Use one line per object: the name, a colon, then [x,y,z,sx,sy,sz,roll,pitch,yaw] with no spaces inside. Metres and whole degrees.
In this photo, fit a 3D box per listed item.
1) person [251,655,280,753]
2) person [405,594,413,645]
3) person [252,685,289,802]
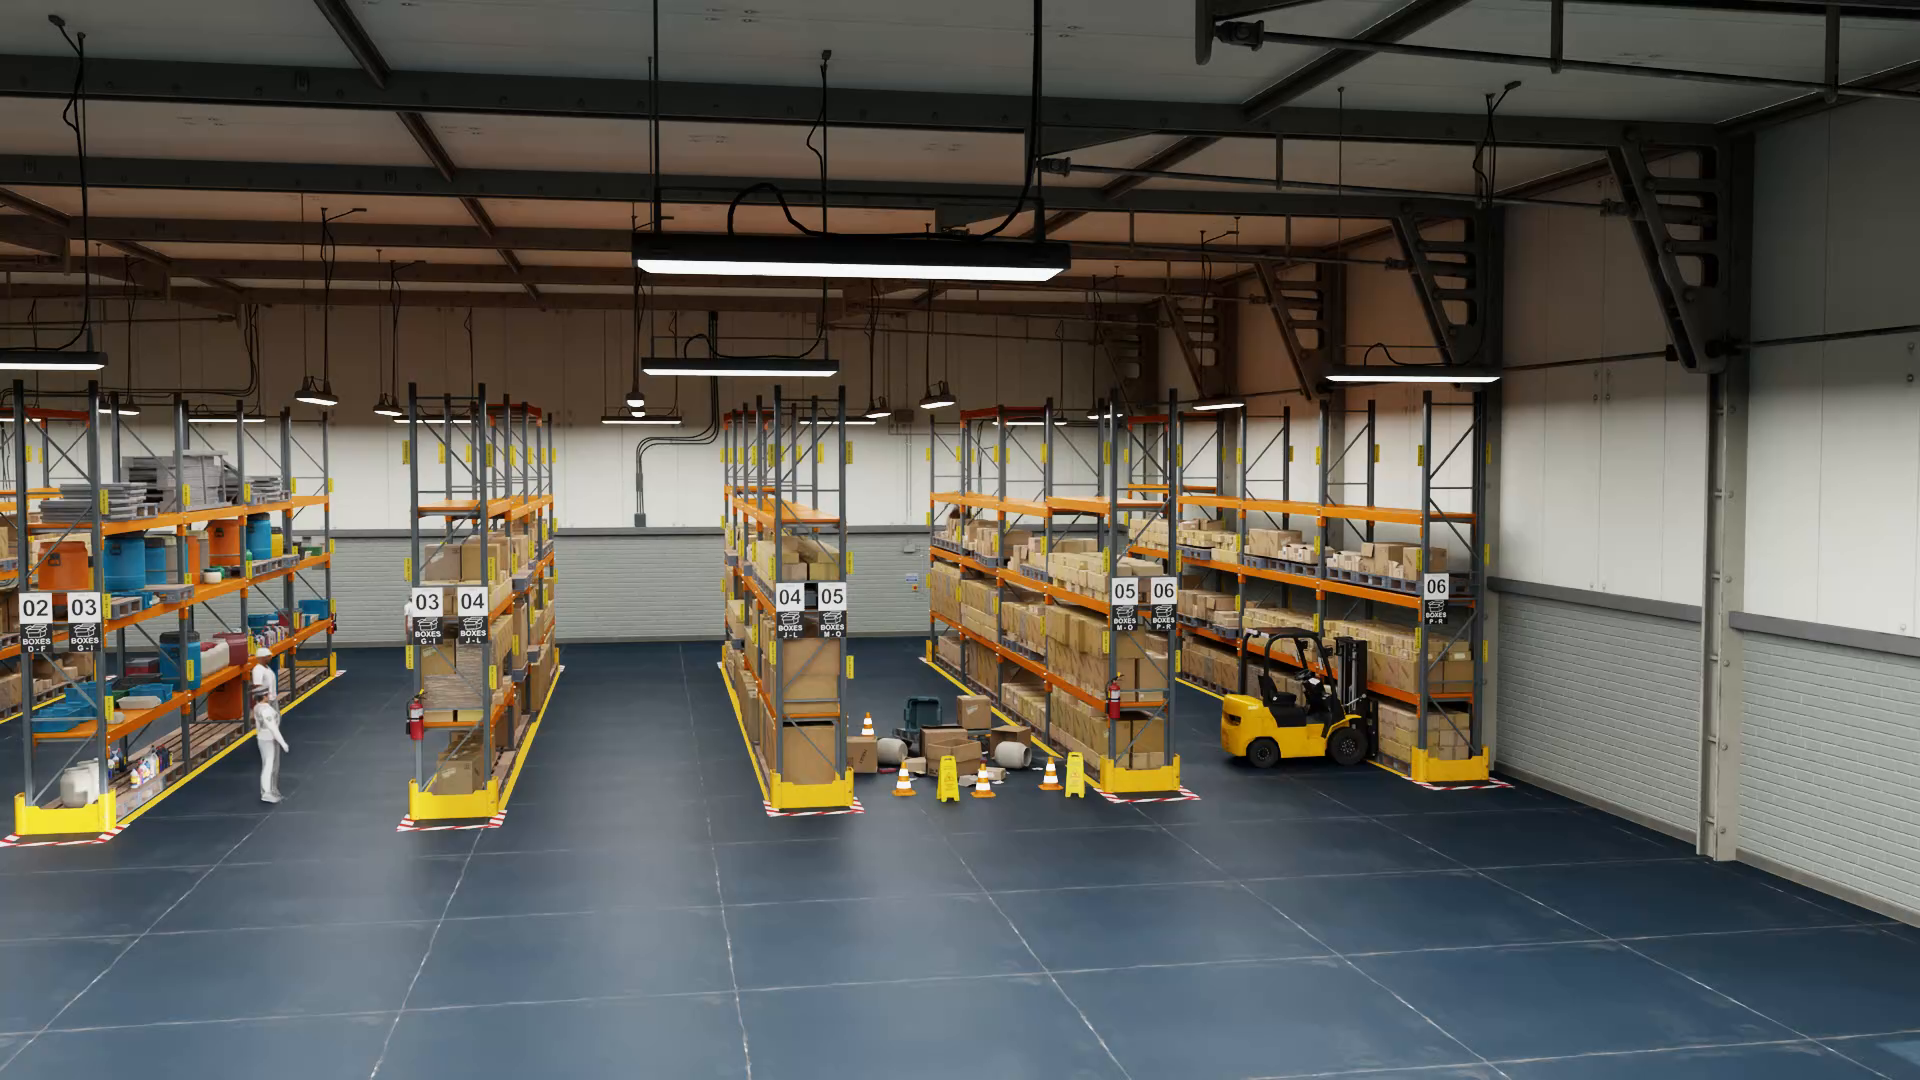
person: [-11.729,2.723,28.078,0.495,1.740,0.640,0,3,6]
person: [-13.313,2.096,40.605,0.434,1.665,0.708,-1,3,-16]
person: [-9.961,2.959,24.064,0.518,1.723,0.498,-1,3,-11]
